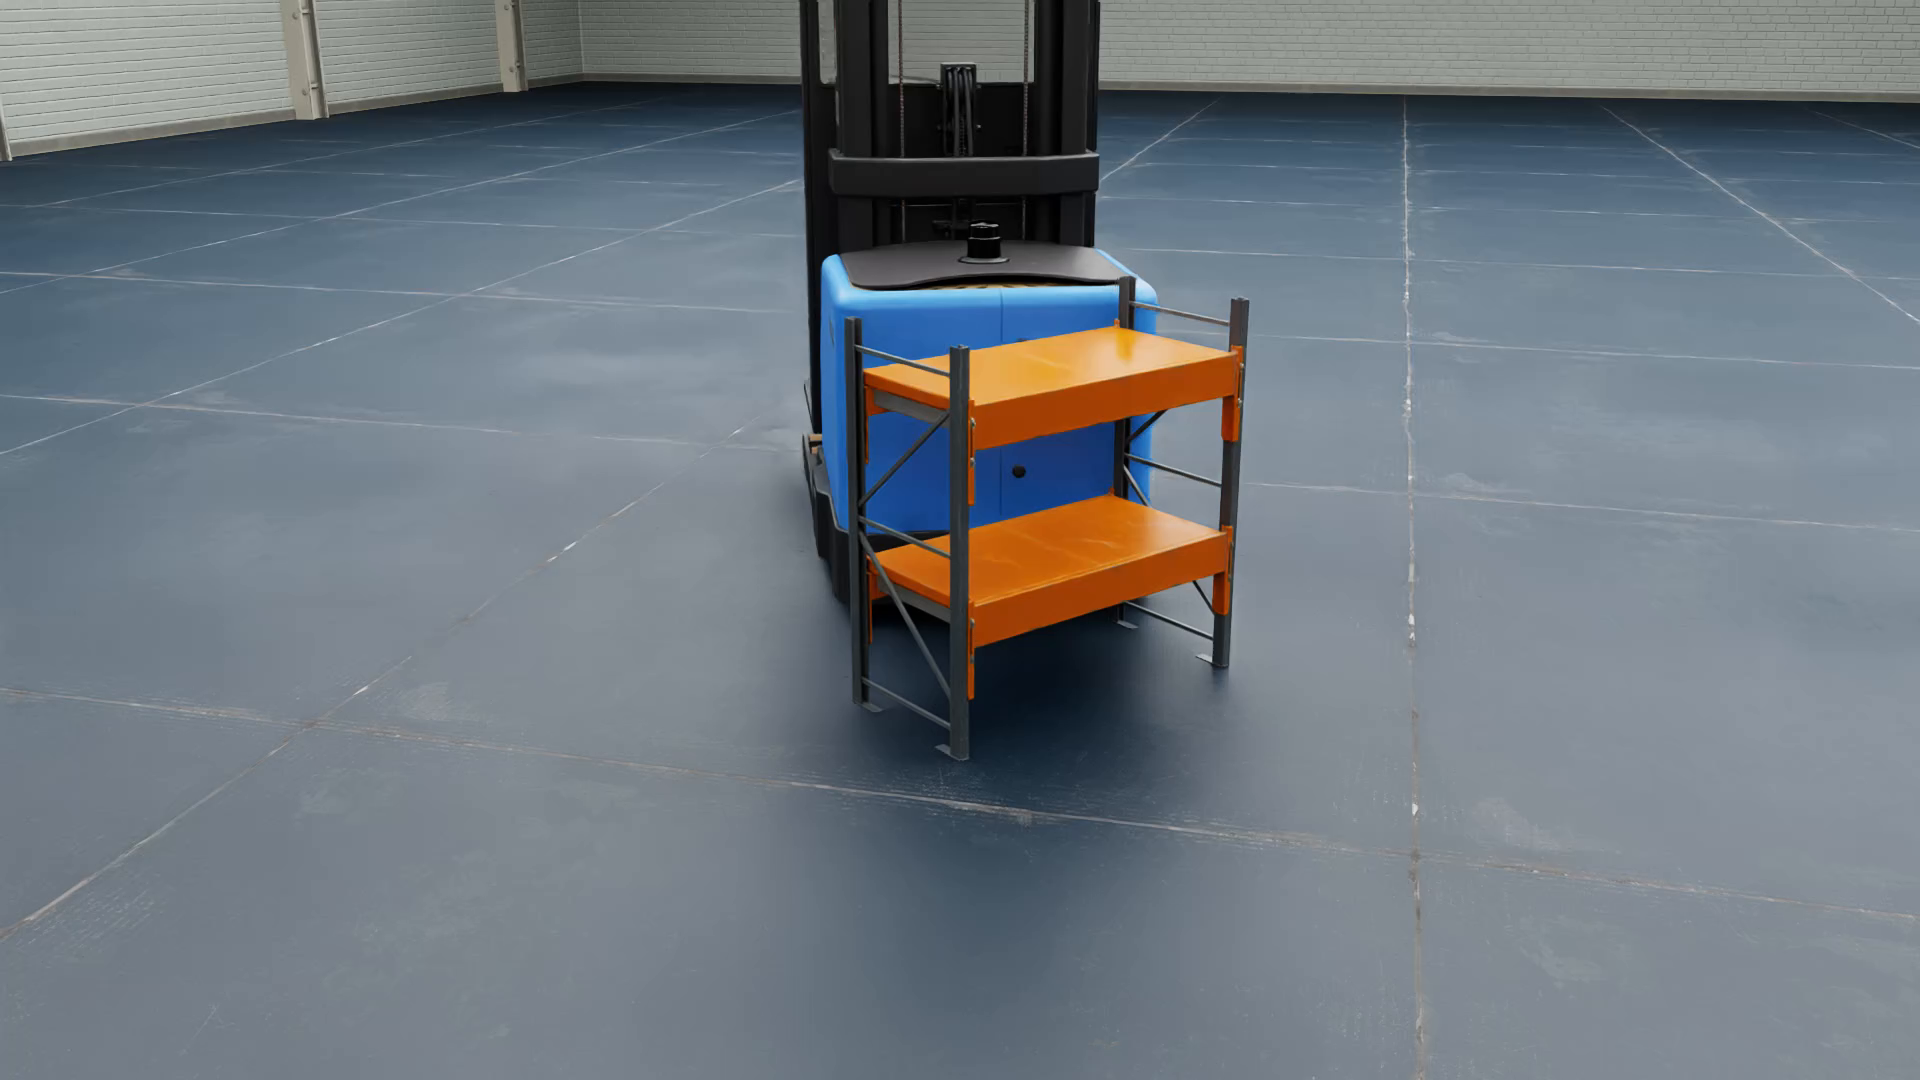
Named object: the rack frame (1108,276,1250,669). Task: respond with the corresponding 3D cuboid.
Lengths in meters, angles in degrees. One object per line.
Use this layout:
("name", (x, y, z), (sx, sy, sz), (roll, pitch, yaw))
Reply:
("rack frame", (0.651, -0.207, 5.054), (0.032, 1.125, 0.500), (-14, 24, -36))

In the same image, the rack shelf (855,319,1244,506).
("rack shelf", (0.254, -0.382, 4.659), (1.000, 0.278, 0.538), (-14, 24, -36))

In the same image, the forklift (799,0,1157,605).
("forklift", (-0.068, -1.612, 6.373), (1.130, 2.935, 3.031), (-2, 19, -7))

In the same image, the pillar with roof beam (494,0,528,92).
("pillar with roof beam", (-3.725, -11.893, 27.084), (9.100, 9.000, 0.400), (5, 19, 13))

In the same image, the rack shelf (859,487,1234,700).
("rack shelf", (0.254, 0.127, 4.833), (1.000, 0.278, 0.538), (-14, 24, -36))

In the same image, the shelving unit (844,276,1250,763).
("shelving unit", (0.254, -0.105, 4.754), (1.048, 1.125, 0.538), (-14, 24, -36))

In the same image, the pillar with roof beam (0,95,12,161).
("pillar with roof beam", (-6.657, -8.131, 16.072), (9.100, 9.000, 0.400), (5, 19, 13))

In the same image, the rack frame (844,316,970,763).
("rack frame", (-0.144, -0.002, 4.454), (0.032, 1.125, 0.500), (-14, 24, -36))

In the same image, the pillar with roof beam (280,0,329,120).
("pillar with roof beam", (-5.191, -10.012, 21.578), (9.100, 9.000, 0.400), (5, 19, 13))
